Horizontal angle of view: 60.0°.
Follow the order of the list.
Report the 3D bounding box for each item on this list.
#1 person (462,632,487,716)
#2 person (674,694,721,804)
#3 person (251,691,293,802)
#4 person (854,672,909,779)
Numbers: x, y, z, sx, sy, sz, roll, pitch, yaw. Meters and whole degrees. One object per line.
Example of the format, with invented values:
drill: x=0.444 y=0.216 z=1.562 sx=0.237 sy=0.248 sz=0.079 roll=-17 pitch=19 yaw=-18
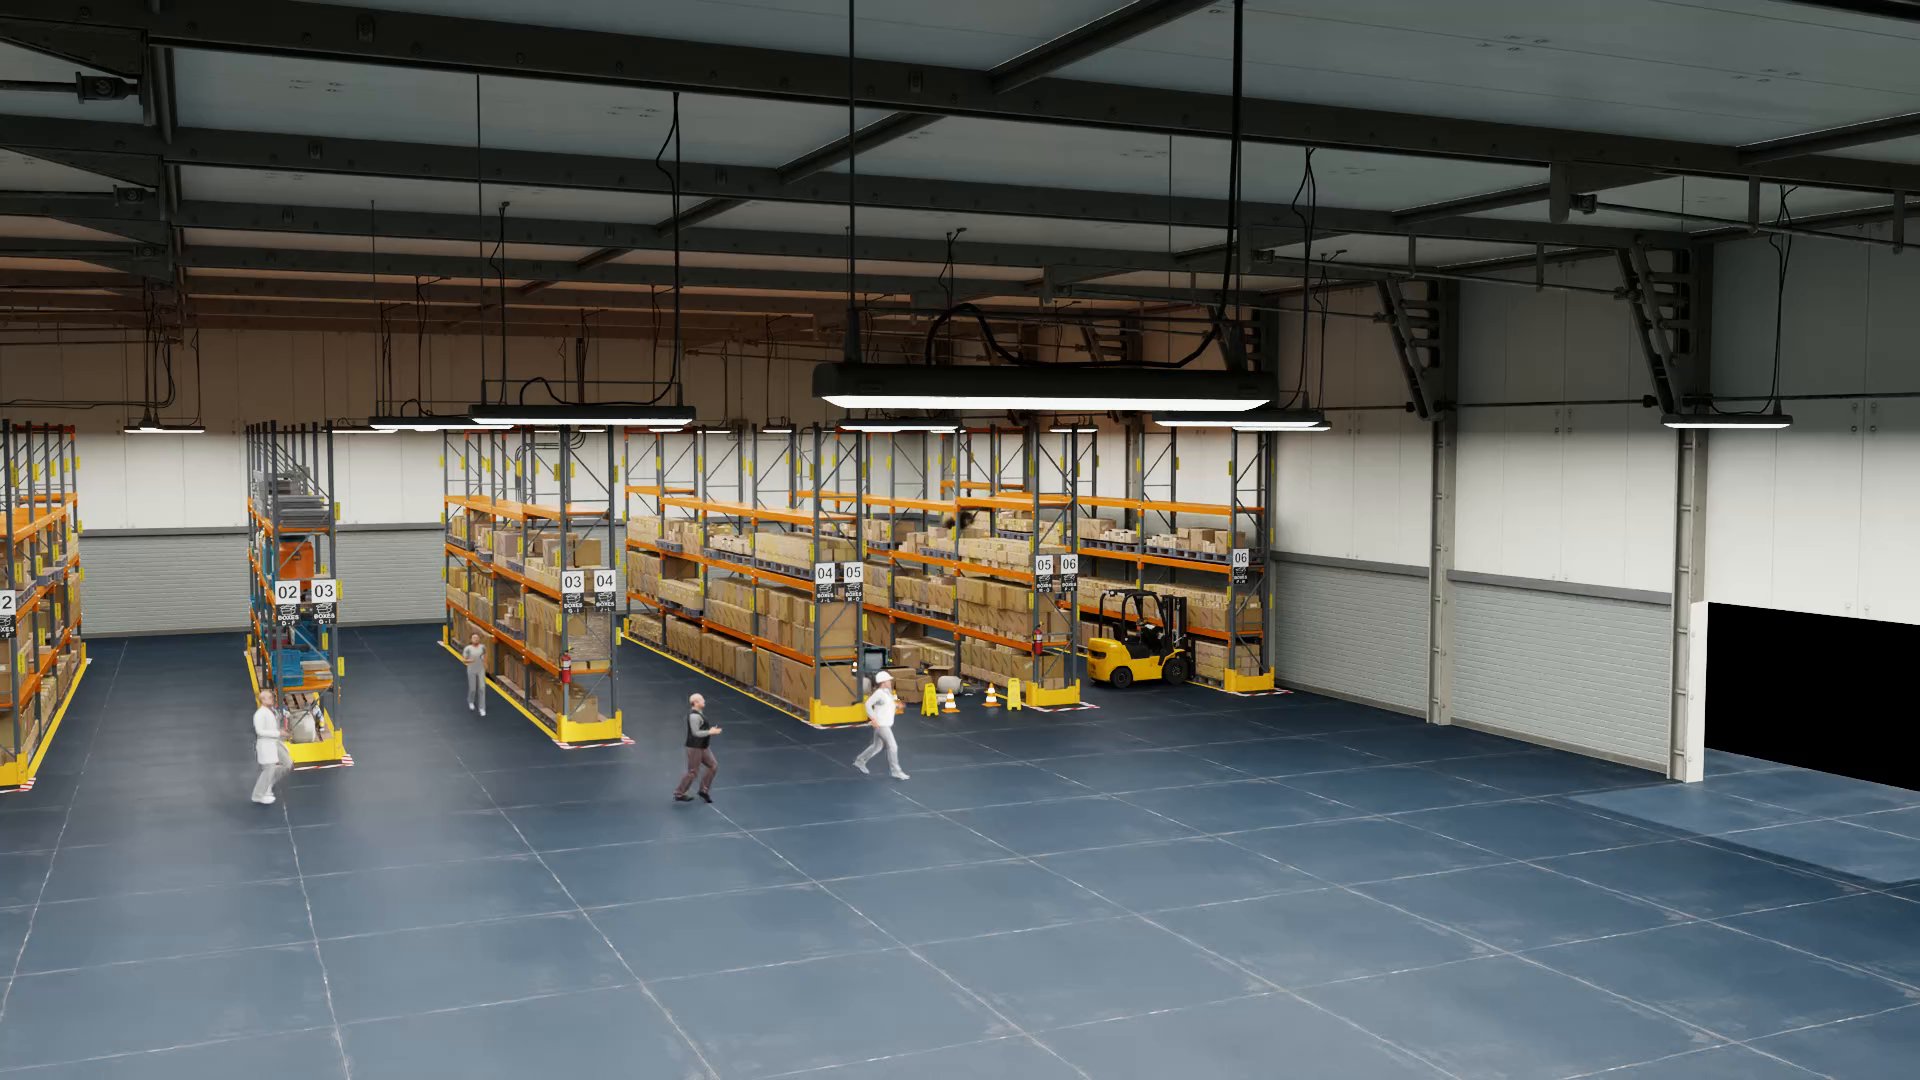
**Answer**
person: x=-9.951 y=2.727 z=34.166 sx=0.565 sy=1.673 sz=0.951 roll=-2 pitch=4 yaw=-29
person: x=-4.060 y=3.262 z=25.787 sx=0.756 sy=1.770 sz=0.635 roll=0 pitch=4 yaw=0
person: x=-10.739 y=3.220 z=25.954 sx=0.669 sy=1.742 sz=0.690 roll=0 pitch=4 yaw=3
person: x=-1.310 y=3.076 z=27.675 sx=0.953 sy=1.779 sz=0.645 roll=0 pitch=4 yaw=6
